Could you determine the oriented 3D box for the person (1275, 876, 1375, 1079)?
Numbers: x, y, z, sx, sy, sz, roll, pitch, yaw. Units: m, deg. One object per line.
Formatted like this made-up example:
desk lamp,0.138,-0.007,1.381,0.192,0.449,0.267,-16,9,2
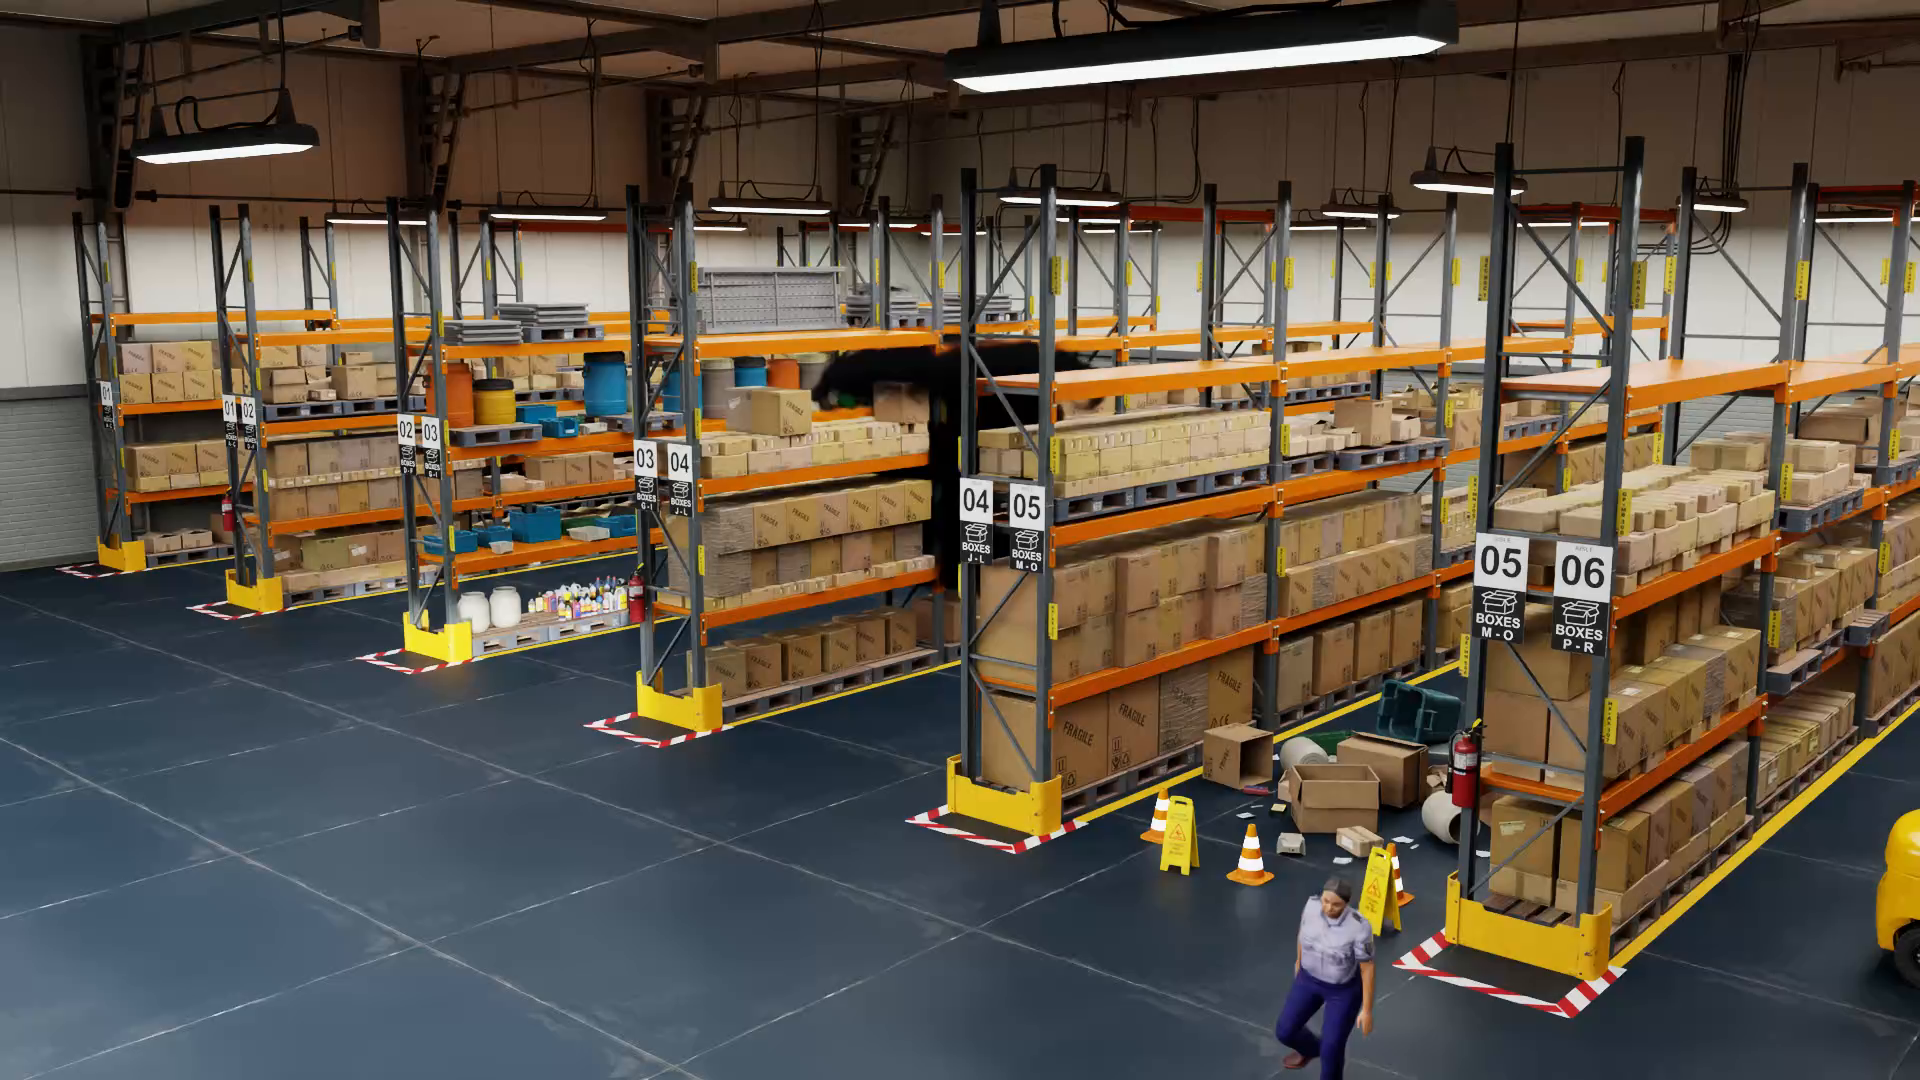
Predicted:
person,2.268,2.724,10.194,0.743,1.567,0.606,8,12,39
